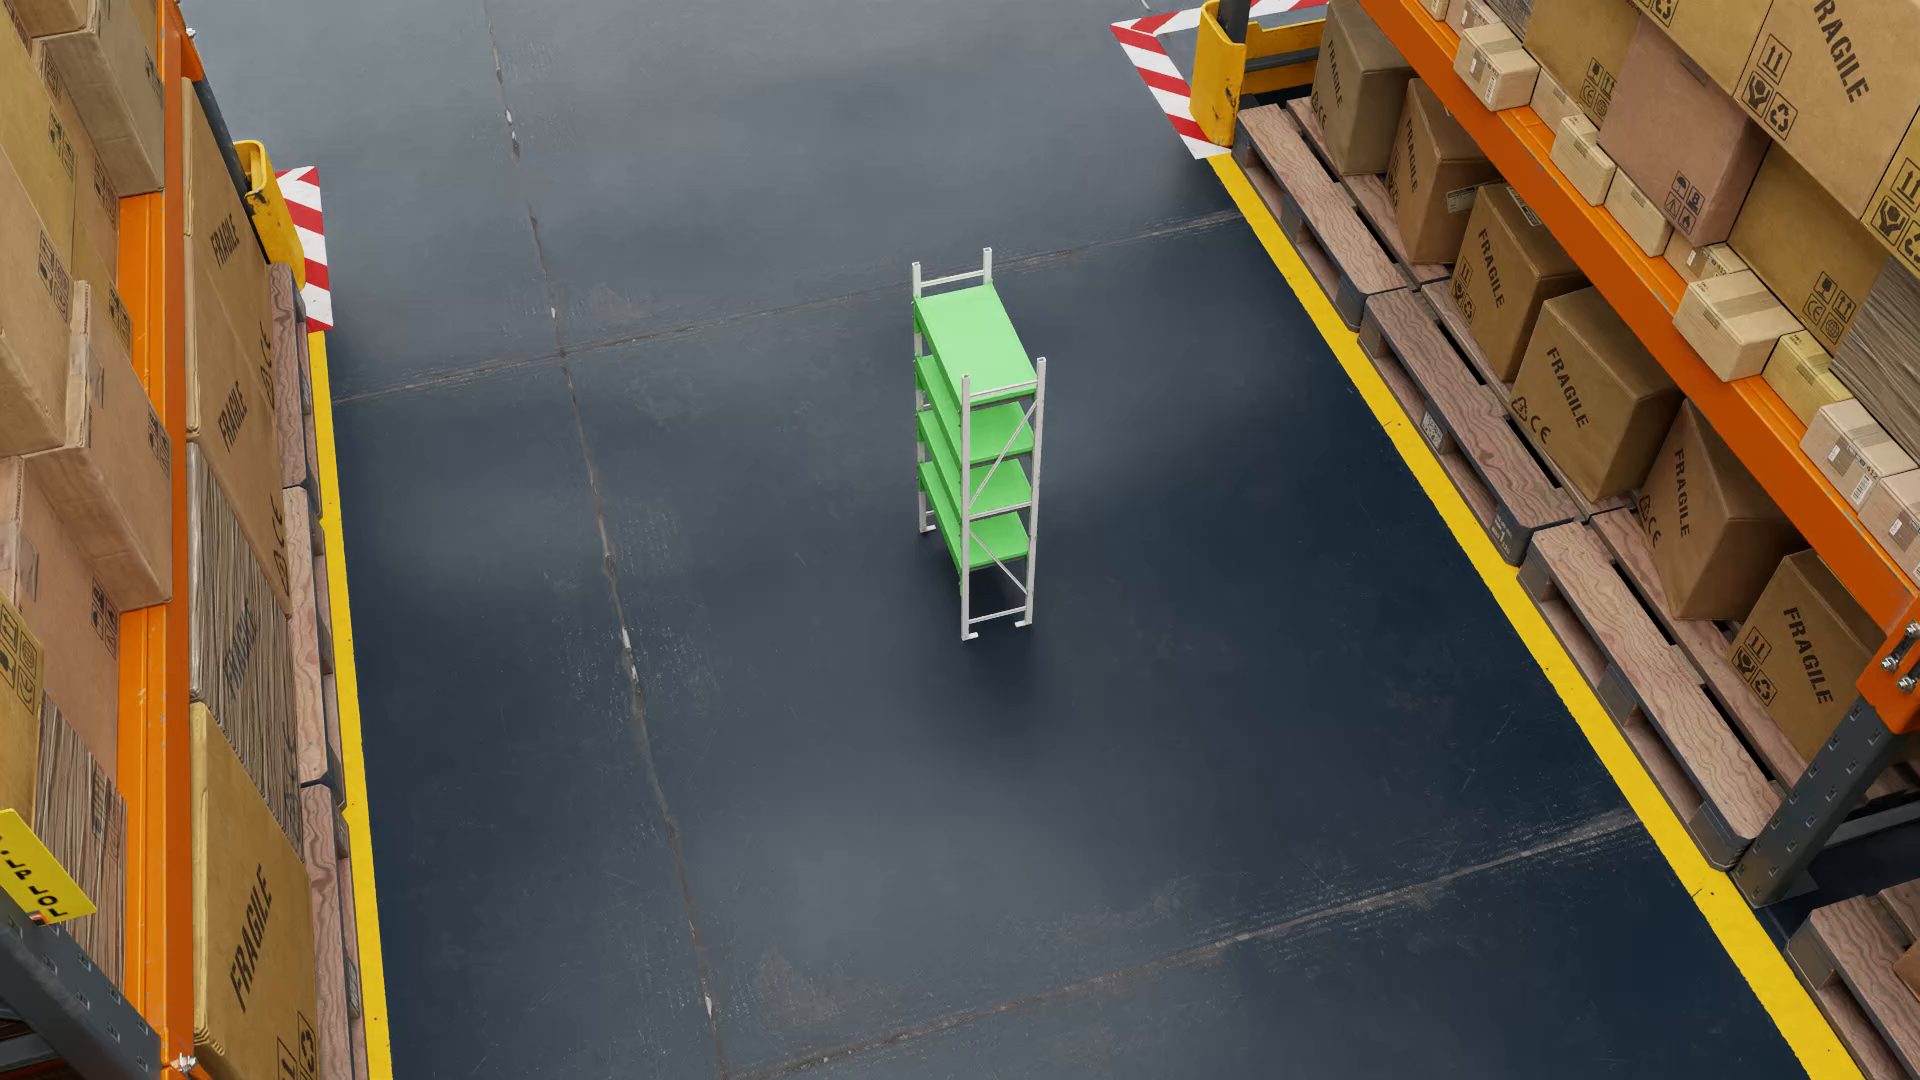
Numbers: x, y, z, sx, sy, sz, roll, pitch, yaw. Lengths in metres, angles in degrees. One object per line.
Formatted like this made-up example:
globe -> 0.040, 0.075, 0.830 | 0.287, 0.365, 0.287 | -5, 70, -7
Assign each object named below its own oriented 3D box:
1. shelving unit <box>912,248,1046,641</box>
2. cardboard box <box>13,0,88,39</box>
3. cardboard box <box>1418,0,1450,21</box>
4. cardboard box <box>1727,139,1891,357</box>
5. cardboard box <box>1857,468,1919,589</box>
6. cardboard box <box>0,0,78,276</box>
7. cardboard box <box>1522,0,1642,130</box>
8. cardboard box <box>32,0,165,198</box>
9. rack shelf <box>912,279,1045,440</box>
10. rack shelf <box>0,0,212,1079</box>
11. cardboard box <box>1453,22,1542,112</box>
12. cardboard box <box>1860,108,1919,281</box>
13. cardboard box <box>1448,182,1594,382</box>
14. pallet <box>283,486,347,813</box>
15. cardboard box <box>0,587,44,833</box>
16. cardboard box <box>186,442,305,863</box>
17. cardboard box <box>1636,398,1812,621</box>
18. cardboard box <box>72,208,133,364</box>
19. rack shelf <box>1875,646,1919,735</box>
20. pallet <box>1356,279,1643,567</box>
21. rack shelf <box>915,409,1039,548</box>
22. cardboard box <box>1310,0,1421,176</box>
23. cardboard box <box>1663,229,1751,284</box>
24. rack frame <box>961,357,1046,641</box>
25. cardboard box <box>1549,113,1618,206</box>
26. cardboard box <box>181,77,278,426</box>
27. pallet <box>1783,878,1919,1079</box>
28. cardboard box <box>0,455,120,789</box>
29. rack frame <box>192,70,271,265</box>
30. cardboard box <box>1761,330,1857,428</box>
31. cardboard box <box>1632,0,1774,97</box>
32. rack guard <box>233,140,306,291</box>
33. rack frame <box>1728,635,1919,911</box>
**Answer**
shelving unit -> 0.049, -0.266, 5.189 | 0.258, 1.200, 0.503 | -13, 51, -11
cardboard box -> -2.861, -1.655, 4.379 | 0.875, 0.550, 0.550 | -13, 51, -11
cardboard box -> 1.716, -1.889, 5.545 | 0.380, 0.149, 0.250 | -13, 51, -11
cardboard box -> 2.578, -0.889, 4.278 | 0.875, 0.500, 0.500 | -13, 51, -11
cardboard box -> 2.422, -0.055, 3.999 | 0.380, 0.149, 0.250 | -13, 51, -11
cardboard box -> -2.544, -0.857, 3.707 | 0.875, 0.550, 0.500 | -13, 51, -11
cardboard box -> 2.225, -1.606, 4.882 | 0.875, 0.500, 0.500 | -13, 51, -11
cardboard box -> -2.848, -1.310, 4.794 | 0.875, 0.550, 0.550 | -13, 51, -11
rack shelf -> 0.049, -0.534, 4.871 | 0.258, 0.148, 0.480 | -13, 51, -11
rack shelf -> -2.593, -0.226, 4.450 | 1.077, 0.370, 4.000 | -13, 51, -11
cardboard box -> 1.791, -1.506, 5.222 | 0.380, 0.149, 0.250 | -13, 51, -11
cardboard box -> 2.370, -0.762, 3.517 | 0.500, 0.500, 0.500 | -13, 51, -11
cardboard box -> 2.128, -0.946, 5.946 | 0.500, 0.500, 0.500 | -9, 50, -8
pallet -> -2.516, 0.435, 5.245 | 1.003, 0.211, 1.213 | -13, 51, -11
cardboard box -> -2.078, 0.329, 2.707 | 0.875, 0.550, 0.550 | -13, 51, -11
cardboard box -> -2.391, 0.419, 4.550 | 0.875, 0.875, 0.875 | -13, 51, -11
cardboard box -> 2.509, -0.093, 5.227 | 0.500, 0.500, 0.500 | 1, 50, 1
cardboard box -> -2.606, -0.495, 4.107 | 0.875, 0.550, 0.500 | -13, 51, -11
rack shelf -> 3.358, 1.647, 2.870 | 1.077, 0.370, 4.000 | -13, 51, -11
pallet -> 2.169, -0.522, 6.052 | 1.003, 0.211, 1.213 | -13, 51, -11
rack shelf -> 0.049, -0.225, 5.238 | 0.258, 0.148, 0.480 | -13, 51, -11
cardboard box -> 1.752, -1.837, 6.697 | 0.500, 0.500, 0.500 | -5, 50, -4
cardboard box -> 2.212, -0.806, 4.632 | 0.380, 0.149, 0.250 | -13, 51, -11
rack frame -> 0.121, -0.088, 5.039 | 0.240, 1.200, 0.015 | -13, 51, -11
cardboard box -> 1.992, -1.154, 4.925 | 0.380, 0.149, 0.250 | -13, 51, -11
cardboard box -> -2.921, -0.889, 5.653 | 0.875, 0.875, 0.875 | -13, 51, -11
pallet -> 2.998, 1.422, 4.413 | 1.003, 0.211, 1.213 | -13, 51, -11
cardboard box -> -2.307, 0.291, 3.445 | 0.875, 0.550, 0.550 | -13, 51, -11
rack frame -> -3.185, -1.919, 5.406 | 1.000, 3.000, 0.127 | -13, 51, -11
cardboard box -> 2.340, -0.436, 4.320 | 0.380, 0.149, 0.250 | -13, 51, -11
cardboard box -> 2.074, -1.492, 4.132 | 0.500, 0.500, 0.500 | -13, 51, -11
rack guard -> -3.192, -1.131, 6.376 | 1.175, 0.500, 0.348 | -13, 51, -11
rack frame -> 2.766, -0.045, 3.826 | 1.000, 3.000, 0.127 | -13, 51, -11
